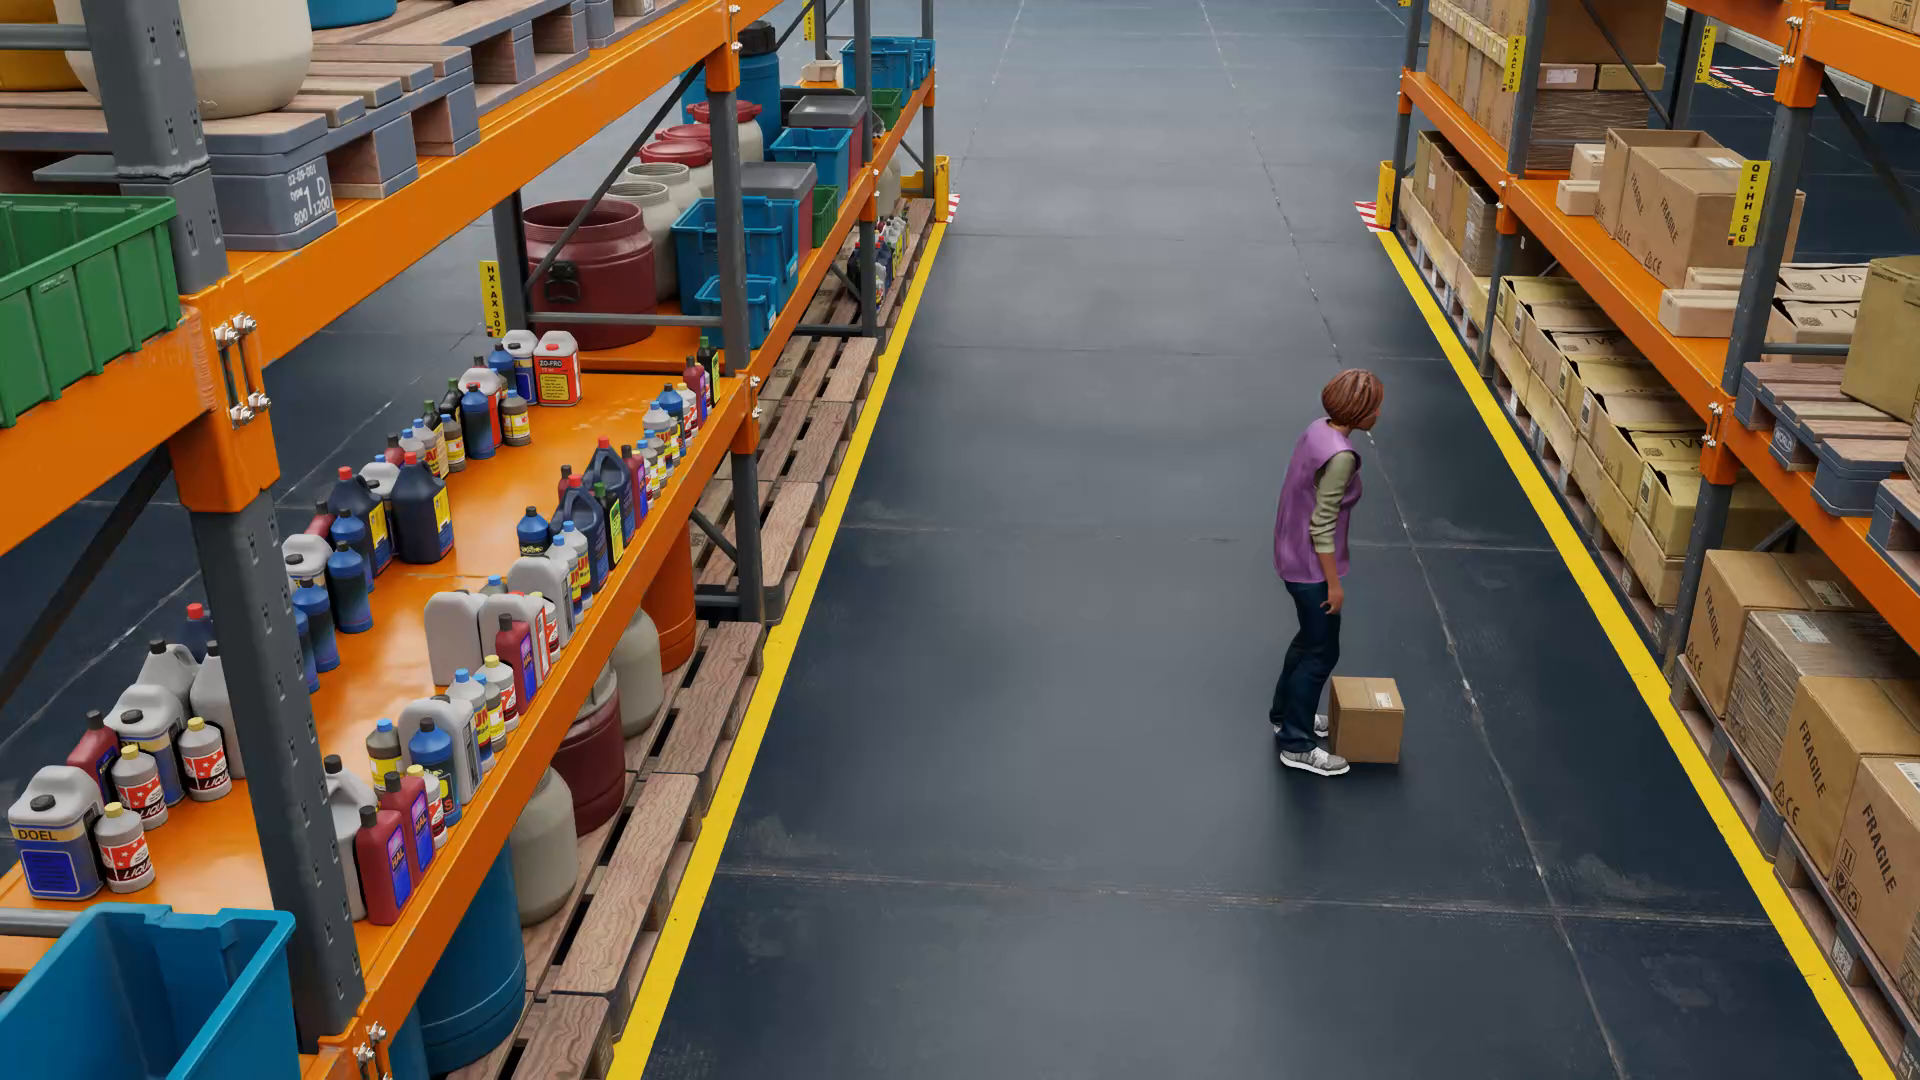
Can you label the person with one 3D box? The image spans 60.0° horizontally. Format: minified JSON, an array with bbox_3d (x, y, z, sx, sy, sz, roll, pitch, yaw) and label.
[{"bbox_3d":[1.382,0.108,6.386,0.349,1.593,0.466,2,25,4],"label":"person"}]
